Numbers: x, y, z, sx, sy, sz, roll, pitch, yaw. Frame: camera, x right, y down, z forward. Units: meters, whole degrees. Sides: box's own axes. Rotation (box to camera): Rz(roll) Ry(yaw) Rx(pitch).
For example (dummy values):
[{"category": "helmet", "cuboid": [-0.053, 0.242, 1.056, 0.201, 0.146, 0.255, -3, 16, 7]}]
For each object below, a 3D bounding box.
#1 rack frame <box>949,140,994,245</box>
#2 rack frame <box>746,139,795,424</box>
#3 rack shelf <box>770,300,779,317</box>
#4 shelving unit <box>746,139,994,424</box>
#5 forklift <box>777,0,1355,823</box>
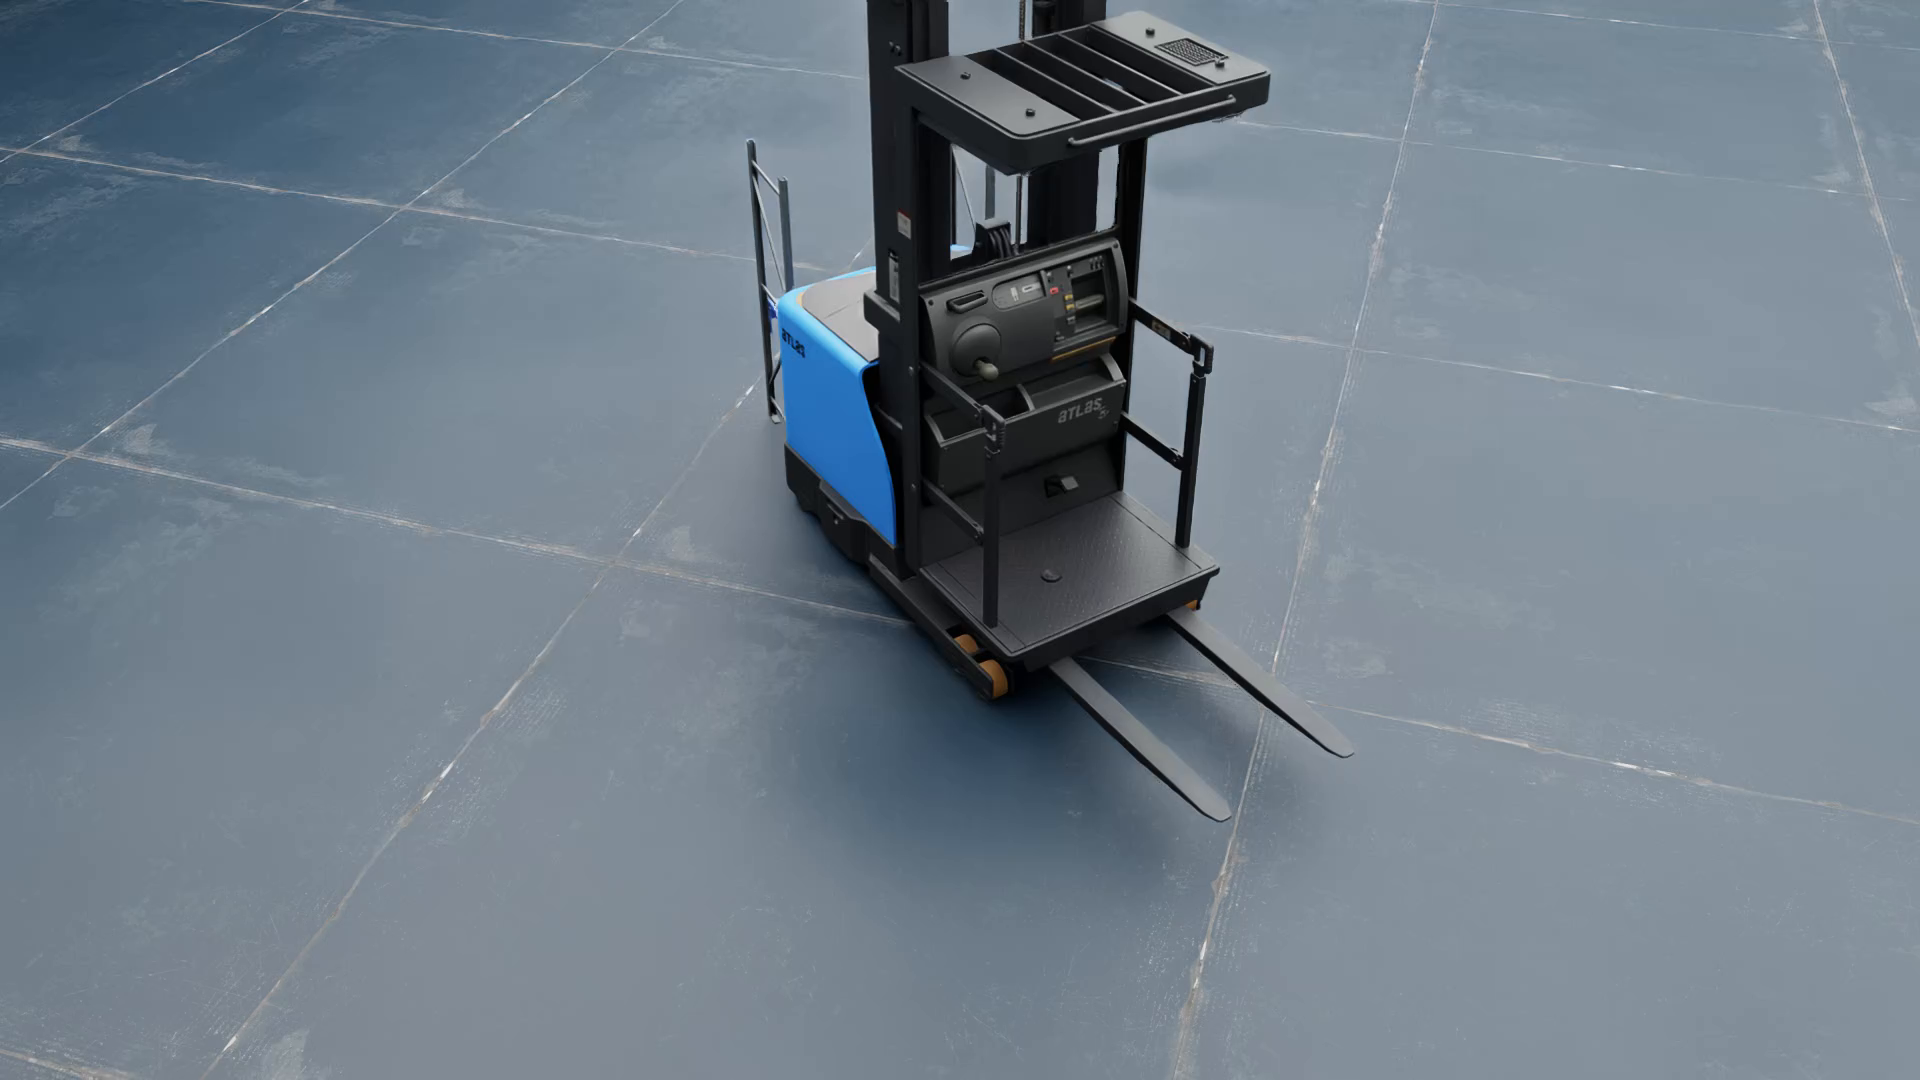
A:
[{"category": "rack frame", "cuboid": [0.047, -1.374, 8.352, 0.032, 1.500, 0.500, -15, 39, -19]}, {"category": "rack frame", "cuboid": [-0.882, -1.130, 8.020, 0.032, 1.500, 0.500, -15, 39, -19]}, {"category": "rack shelf", "cuboid": [-0.418, -1.147, 8.264, 0.952, 0.062, 0.459, -15, 39, -19]}, {"category": "shelving unit", "cuboid": [-0.418, -1.252, 8.186, 1.048, 1.500, 0.500, -15, 39, -19]}, {"category": "forklift", "cuboid": [0.390, -0.843, 6.423, 1.130, 2.935, 3.031, -21, 41, -26]}]
